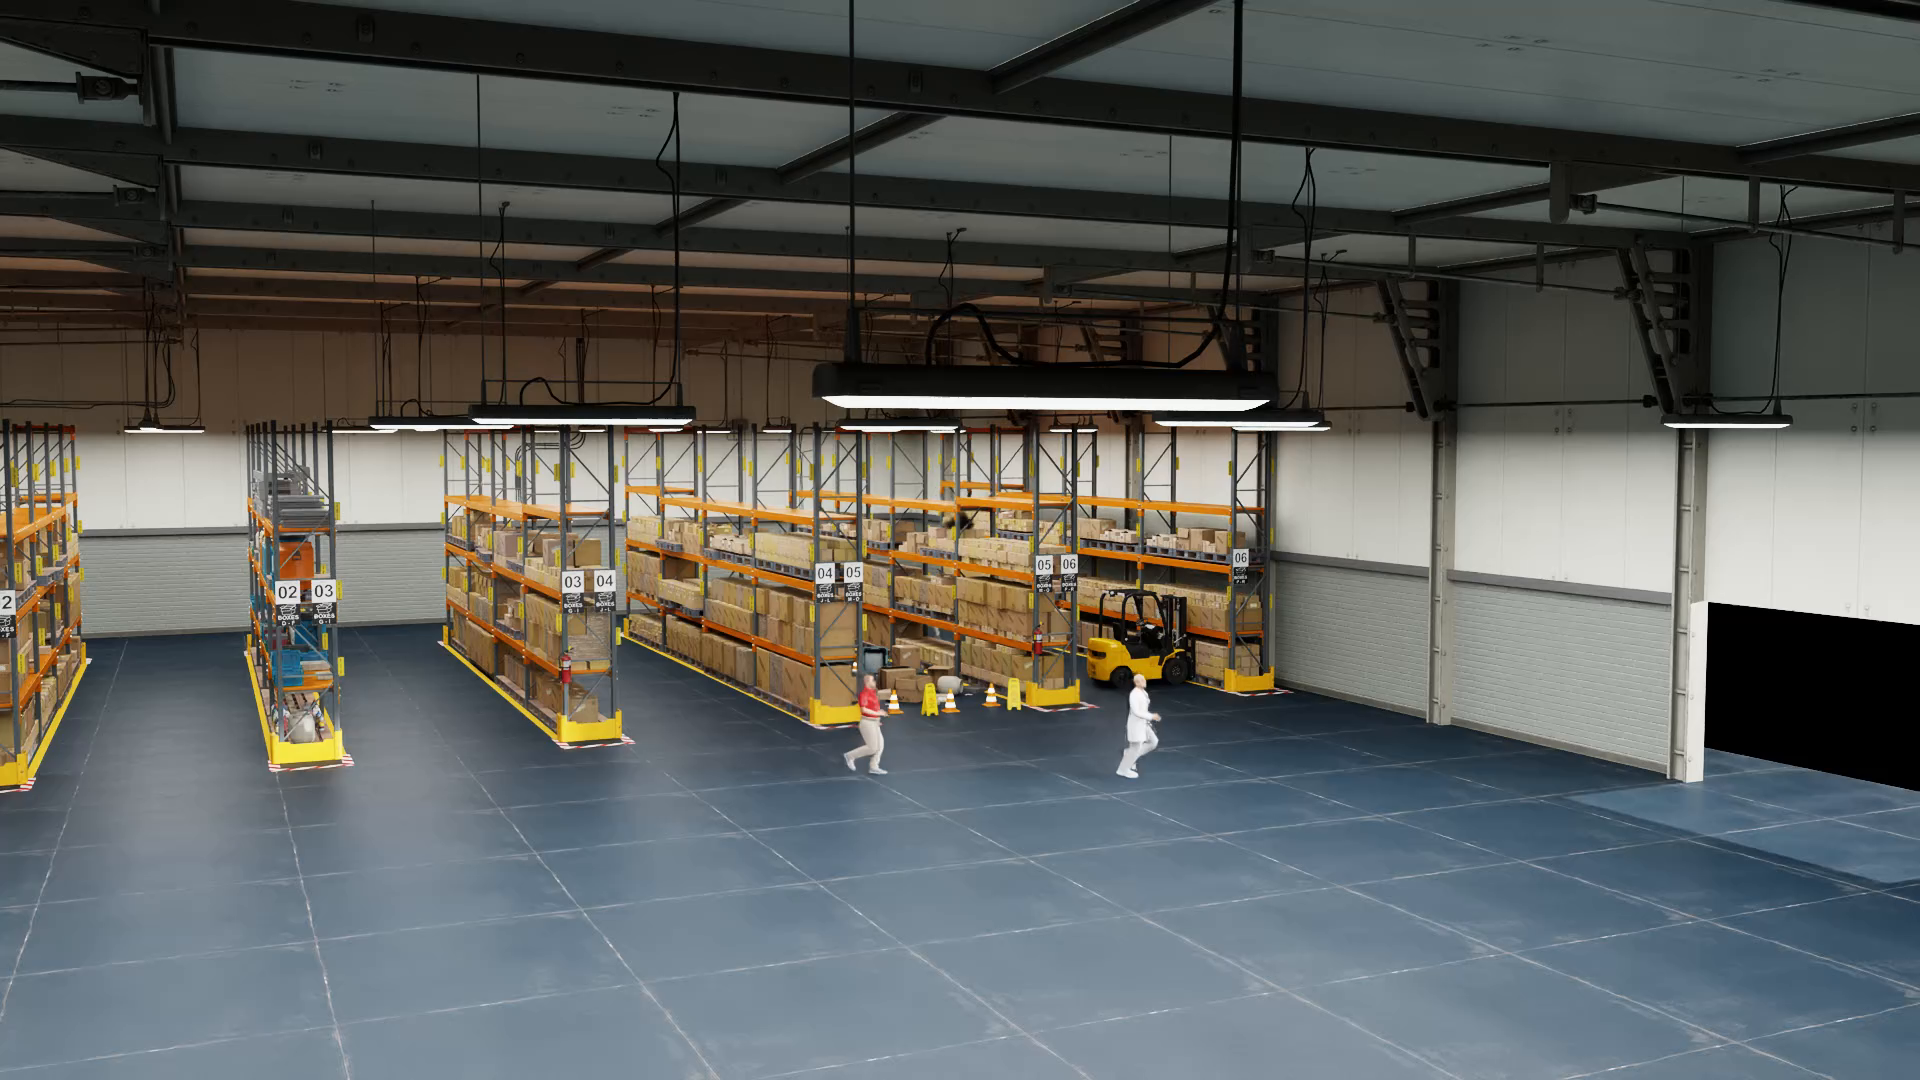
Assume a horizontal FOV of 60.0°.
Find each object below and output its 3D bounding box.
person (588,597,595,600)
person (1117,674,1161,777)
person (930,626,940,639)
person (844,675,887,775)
[{"bbox_3d":[-9.847,2.091,45.244,0.693,1.610,0.671,-1,4,-17],"label":"person"},{"bbox_3d":[3.025,3.110,27.922,0.766,1.738,0.741,1,4,22],"label":"person"},{"bbox_3d":[-0.887,2.006,46.107,0.576,1.698,0.947,-1,4,-22],"label":"person"},{"bbox_3d":[-1.579,3.117,28.106,0.741,1.691,0.668,0,4,5],"label":"person"}]
